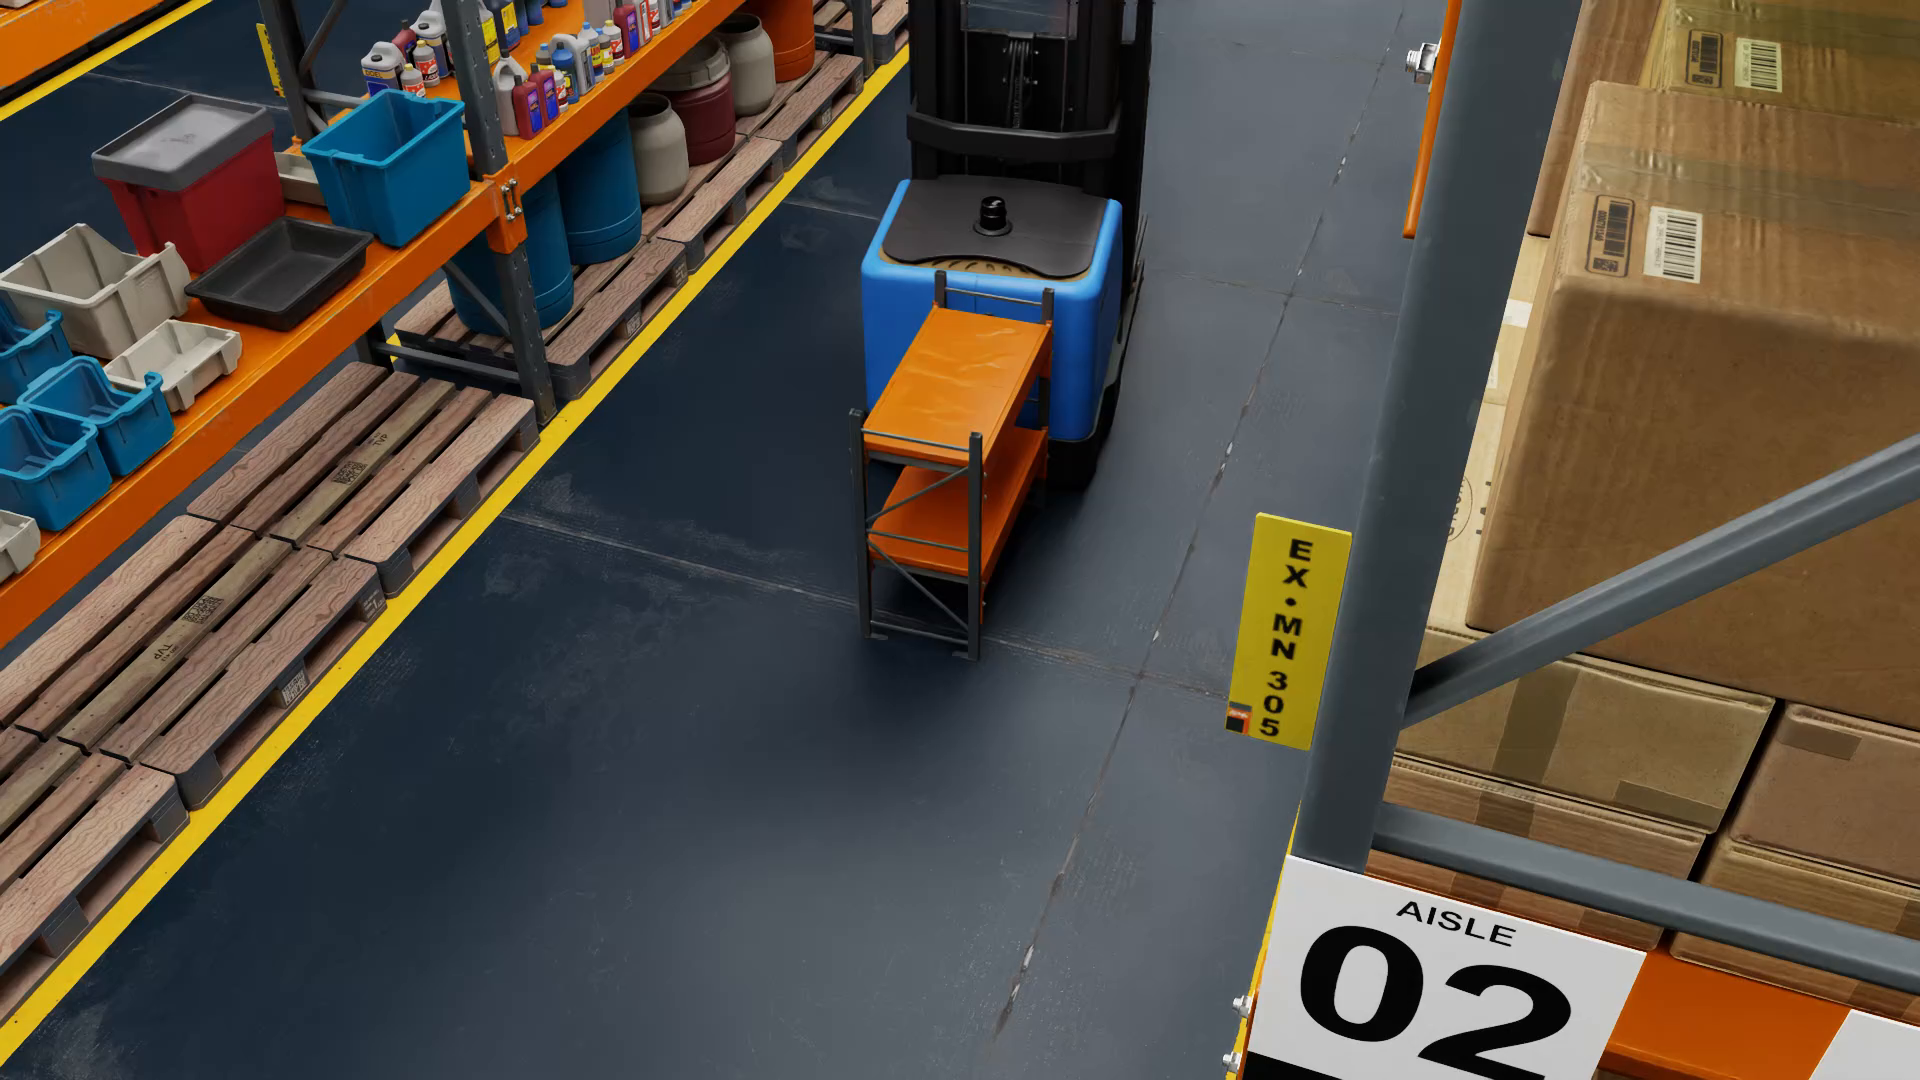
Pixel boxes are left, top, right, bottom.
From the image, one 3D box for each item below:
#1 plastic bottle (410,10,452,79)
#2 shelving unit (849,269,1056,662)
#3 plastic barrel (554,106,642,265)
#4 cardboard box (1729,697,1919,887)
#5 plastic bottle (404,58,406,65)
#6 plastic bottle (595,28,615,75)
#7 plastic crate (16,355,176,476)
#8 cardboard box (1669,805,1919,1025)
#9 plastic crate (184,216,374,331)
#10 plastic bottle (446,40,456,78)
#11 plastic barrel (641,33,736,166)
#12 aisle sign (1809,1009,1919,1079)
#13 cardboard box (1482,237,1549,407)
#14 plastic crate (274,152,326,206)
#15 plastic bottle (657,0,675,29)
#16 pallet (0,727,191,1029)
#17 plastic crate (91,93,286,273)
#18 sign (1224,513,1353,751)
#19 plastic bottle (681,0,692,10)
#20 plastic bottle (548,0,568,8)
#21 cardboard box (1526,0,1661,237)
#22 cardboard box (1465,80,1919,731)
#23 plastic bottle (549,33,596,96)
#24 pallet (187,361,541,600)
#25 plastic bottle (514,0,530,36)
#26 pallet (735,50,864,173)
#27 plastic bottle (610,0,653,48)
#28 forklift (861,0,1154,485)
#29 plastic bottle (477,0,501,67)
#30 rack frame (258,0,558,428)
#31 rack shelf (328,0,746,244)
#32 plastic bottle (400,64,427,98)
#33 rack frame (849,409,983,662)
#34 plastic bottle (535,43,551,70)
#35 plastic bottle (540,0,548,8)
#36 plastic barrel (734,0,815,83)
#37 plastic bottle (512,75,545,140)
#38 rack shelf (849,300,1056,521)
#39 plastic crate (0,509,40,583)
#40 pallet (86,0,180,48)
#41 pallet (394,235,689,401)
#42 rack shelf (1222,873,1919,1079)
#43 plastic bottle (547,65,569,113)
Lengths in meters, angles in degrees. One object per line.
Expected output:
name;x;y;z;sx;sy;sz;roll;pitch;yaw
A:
plastic bottle;-2.460;-2.309;7.741;0.152;0.276;0.135;13;42;15
shelving unit;-0.012;-0.309;6.746;0.538;1.125;1.048;11;42;13
plastic barrel;-1.971;-1.942;8.509;0.600;0.901;0.708;13;42;15
cardboard box;1.290;0.191;2.135;0.500;0.250;0.500;13;42;15
plastic bottle;-2.571;-2.134;7.594;0.097;0.201;0.097;0;40;0
plastic bottle;-1.675;-2.290;7.776;0.097;0.201;0.097;0;40;0
plastic crate;-2.837;-0.404;5.495;0.416;0.233;0.300;13;42;15
cardboard box;1.285;0.379;2.299;0.500;0.250;0.500;13;42;15
plastic crate;-2.546;-0.997;6.273;0.437;0.125;0.590;13;42;15
plastic bottle;-2.336;-2.264;7.746;0.097;0.201;0.097;0;40;0
plastic barrel;-1.585;-2.512;9.418;0.600;0.588;0.708;13;42;15
aisle sign;1.123;0.838;1.954;0.394;0.787;0.004;13;42;15
cardboard box;0.977;-0.229;2.626;0.500;0.250;0.500;13;42;15
plastic crate;-2.709;-1.491;6.844;0.396;0.136;0.243;13;42;15
plastic bottle;-1.503;-2.678;8.173;0.152;0.276;0.135;13;42;15
pallet;-3.465;1.185;5.698;1.003;0.211;1.213;13;42;15
plastic crate;-2.957;-1.379;6.460;0.402;0.464;0.583;13;42;15
sign;0.355;0.107;1.820;0.100;0.325;0.005;13;42;15
plastic bottle;-1.405;-2.800;8.320;0.097;0.271;0.097;0;40;0
plastic bottle;-2.038;-2.822;8.345;0.097;0.271;0.097;0;40;0
cardboard box;1.351;-0.771;2.684;0.700;0.500;0.500;13;42;15
cardboard box;1.030;-0.156;1.963;0.700;0.500;0.500;13;42;15
plastic bottle;-1.774;-2.195;7.607;0.152;0.276;0.135;13;42;15
pallet;-2.630;-0.303;7.443;1.003;0.211;1.213;13;42;15
plastic bottle;-2.164;-2.598;8.083;0.097;0.271;0.097;0;40;0
pallet;-1.278;-2.710;10.263;1.003;0.211;1.213;13;42;15
plastic bottle;-1.583;-2.536;8.007;0.152;0.276;0.135;13;42;15
forklift;0.359;-2.324;7.716;1.130;2.935;3.031;7;41;9
plastic bottle;-2.273;-2.403;7.794;0.144;0.351;0.185;13;42;15
rack frame;-2.416;-1.821;7.073;1.000;3.000;0.127;13;42;15
rack shelf;-1.732;-2.767;8.737;1.077;0.370;4.000;13;42;15
plastic bottle;-2.461;-2.041;7.484;0.097;0.201;0.097;0;40;0
rack frame;-0.161;0.006;6.376;0.500;1.125;0.032;11;42;13
plastic bottle;-1.898;-2.183;7.650;0.097;0.201;0.097;0;40;0
plastic bottle;-2.162;-2.840;8.363;0.152;0.276;0.135;13;42;15
plastic barrel;-1.199;-3.293;10.147;0.600;0.830;0.708;13;42;15
plastic bottle;-1.889;-1.906;7.262;0.061;0.283;0.133;13;42;15
rack shelf;-0.012;-0.532;6.556;0.538;0.278;1.000;11;42;13
plastic crate;-2.970;0.028;5.063;0.250;0.136;0.298;13;42;15
pallet;-6.042;-3.835;11.582;1.003;0.211;1.213;13;42;15
pallet;-2.112;-1.221;8.519;1.003;0.211;1.213;13;42;15
rack shelf;1.554;-0.367;3.612;1.077;0.370;4.000;13;42;15
plastic bottle;-1.821;-2.030;7.471;0.097;0.201;0.097;0;40;0
